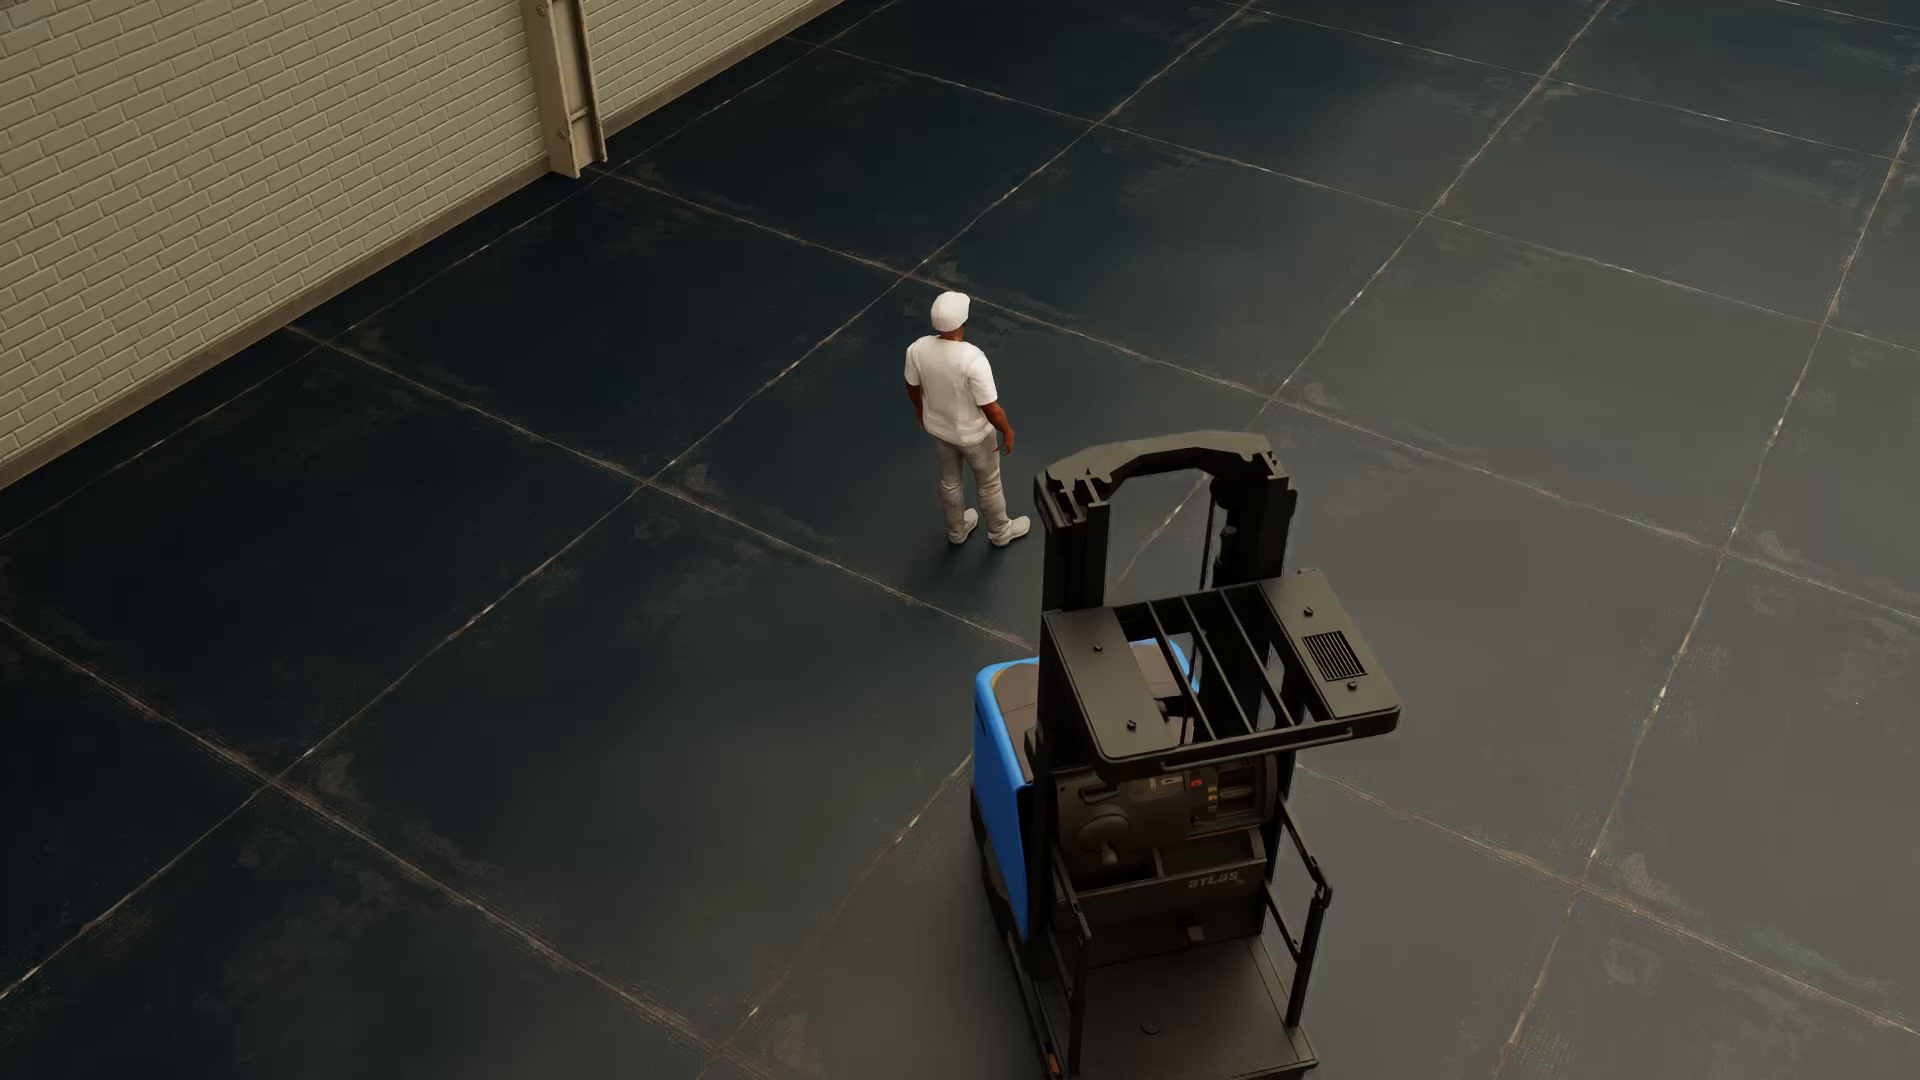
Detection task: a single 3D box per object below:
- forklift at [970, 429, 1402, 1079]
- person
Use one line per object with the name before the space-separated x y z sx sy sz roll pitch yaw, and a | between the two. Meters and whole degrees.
forklift | 0.895 1.155 6.603 1.130 2.935 3.031 -9 41 -10
person | 0.042 -0.715 9.701 0.666 1.765 0.577 22 45 24
